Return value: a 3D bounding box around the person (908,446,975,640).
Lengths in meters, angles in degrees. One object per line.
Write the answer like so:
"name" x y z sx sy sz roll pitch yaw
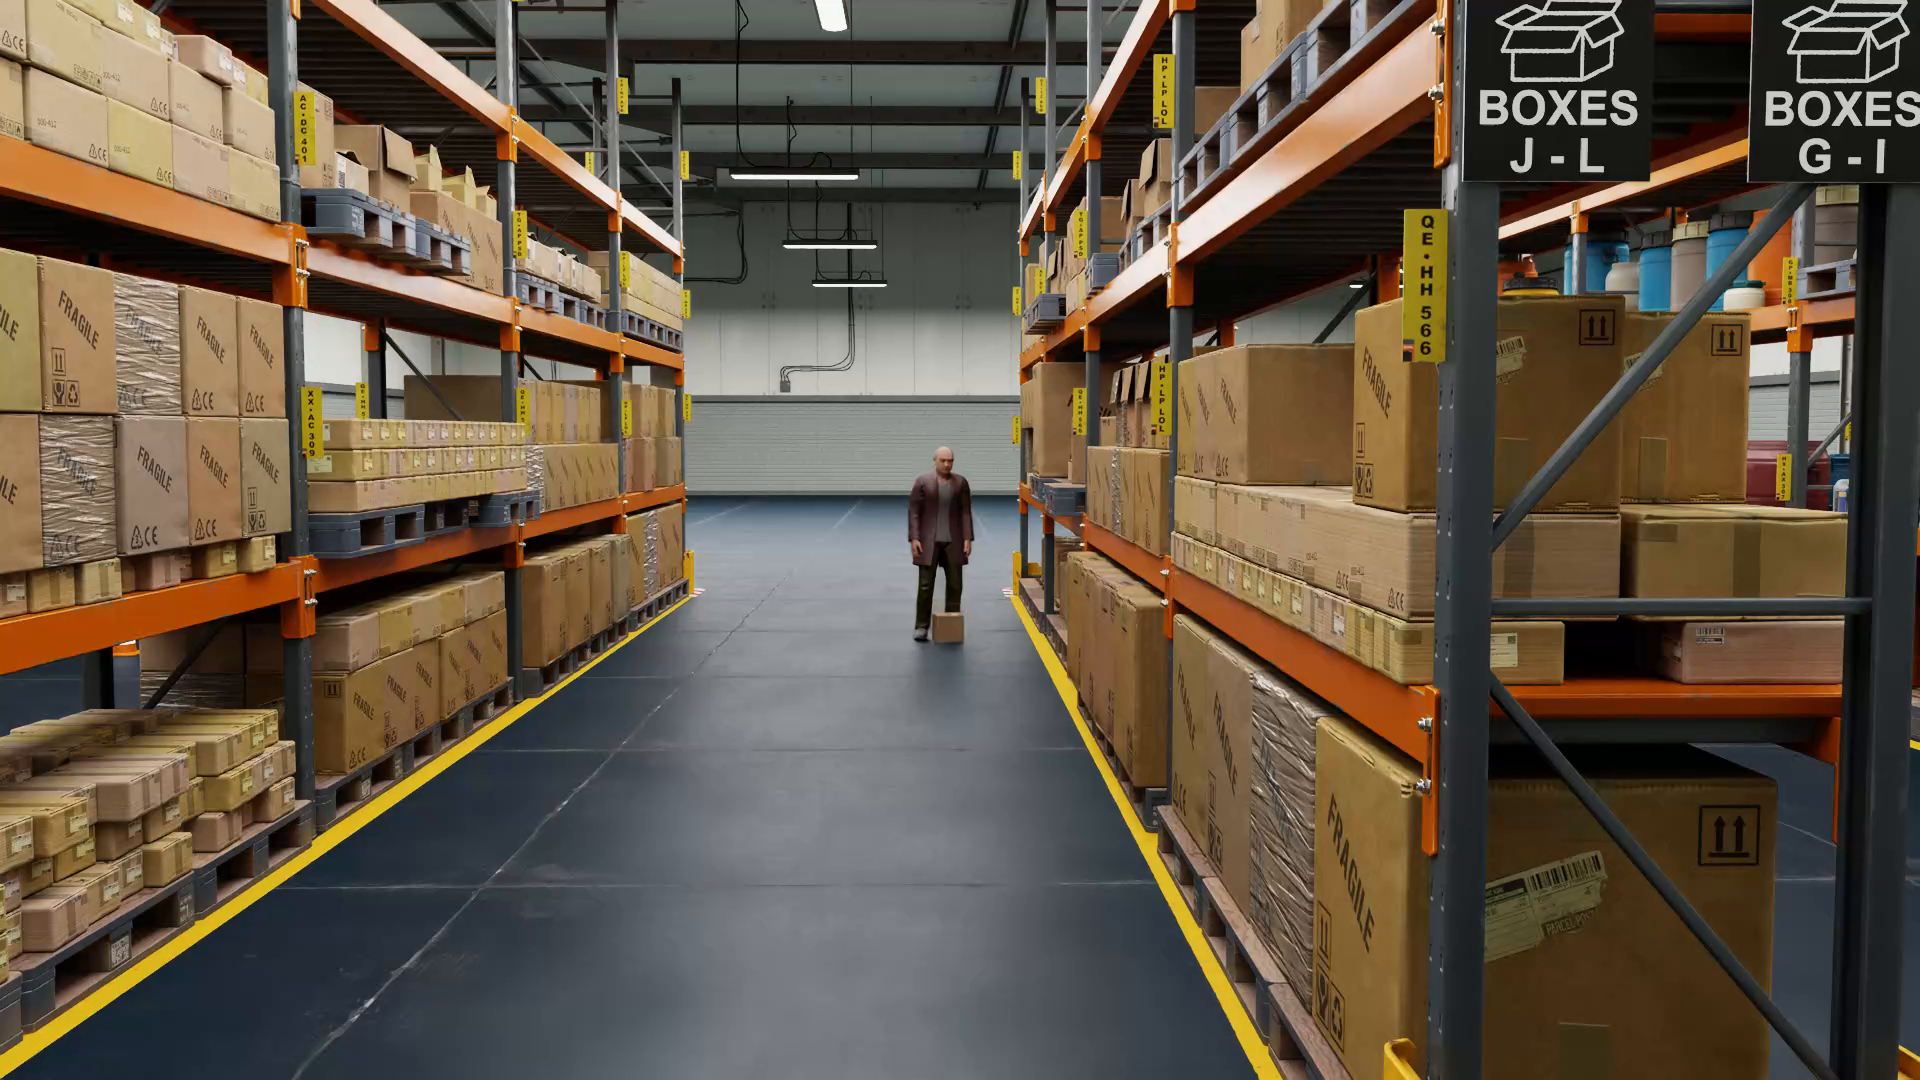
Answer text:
"person" -0.172 0.024 15.317 0.625 1.773 0.430 -1 4 -12
